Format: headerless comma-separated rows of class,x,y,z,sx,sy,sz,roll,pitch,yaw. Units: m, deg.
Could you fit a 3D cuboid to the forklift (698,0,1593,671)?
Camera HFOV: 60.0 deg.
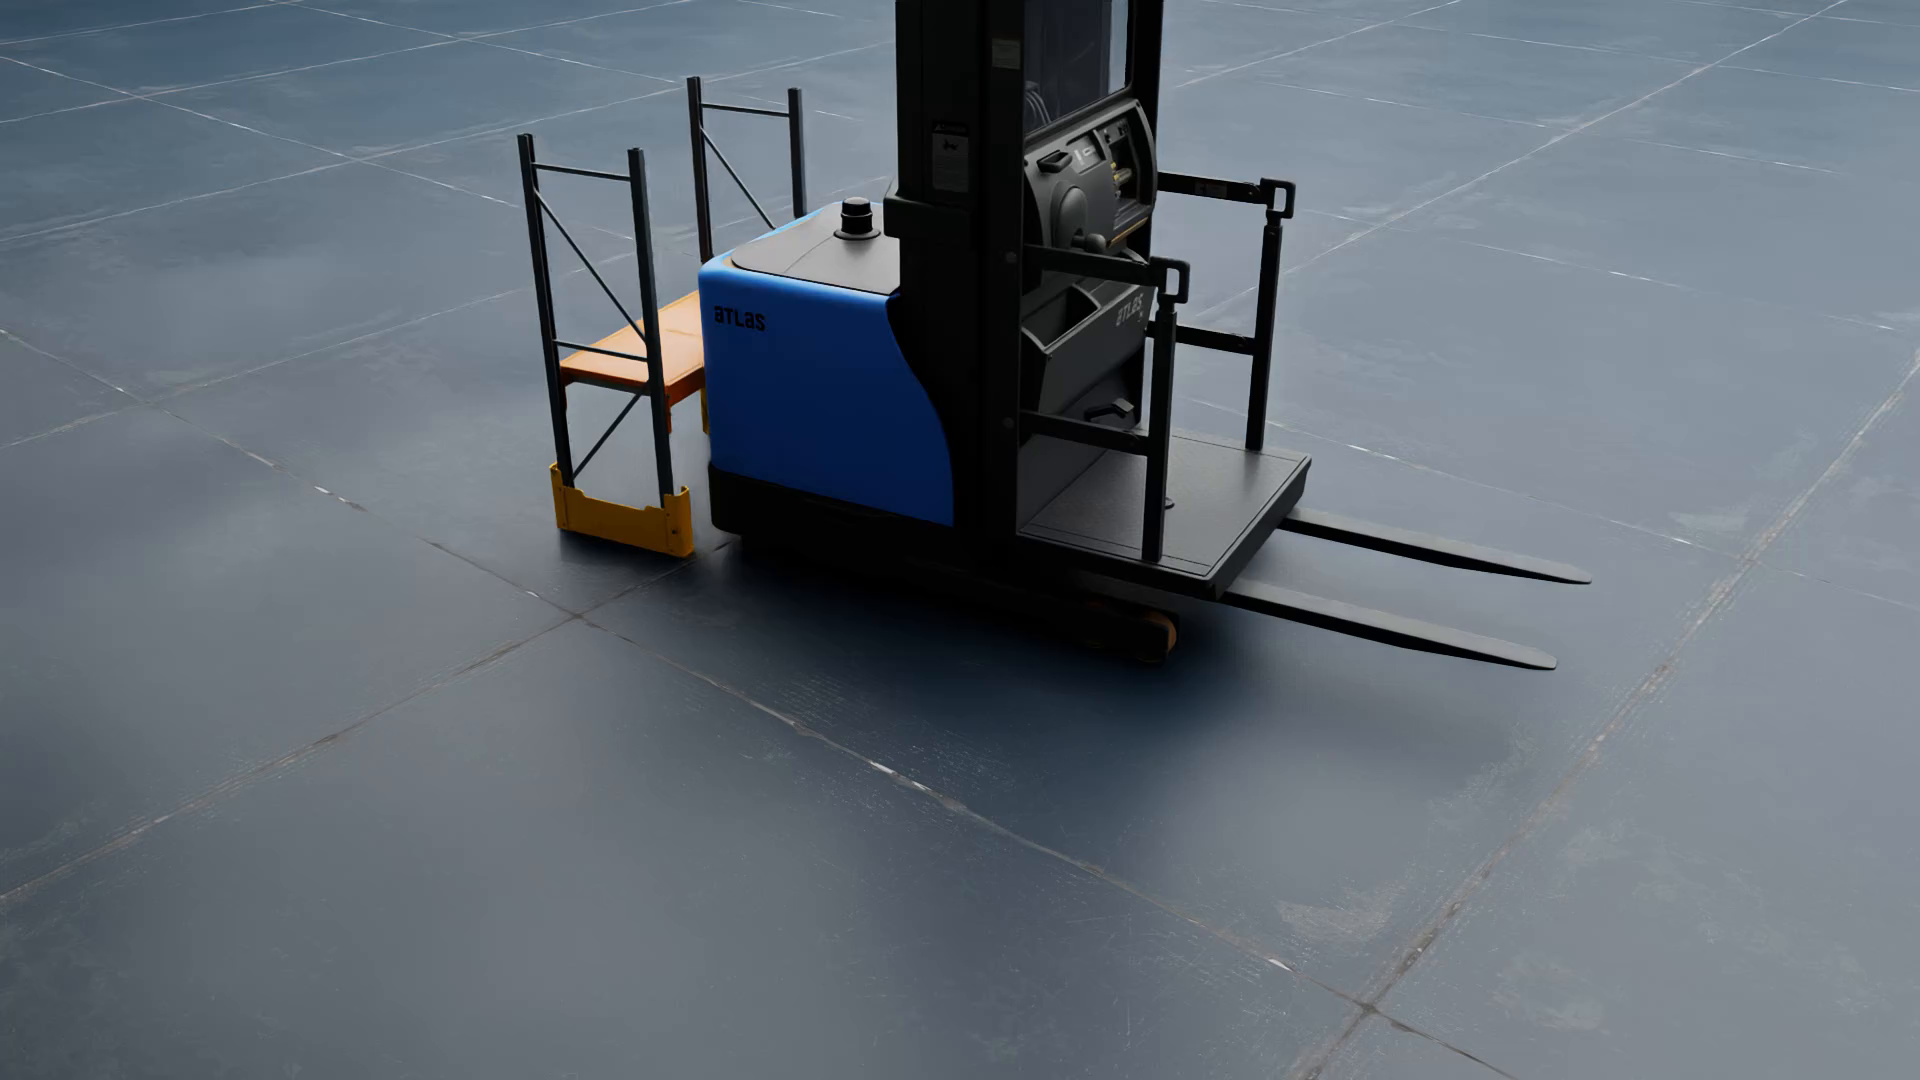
forklift,0.615,-1.178,5.336,3.031,2.935,1.130,14,30,25

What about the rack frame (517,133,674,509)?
rack frame,-1.273,-0.668,5.908,0.500,1.500,0.032,12,30,23

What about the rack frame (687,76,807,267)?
rack frame,-0.830,-1.088,6.720,0.500,1.500,0.032,12,30,23

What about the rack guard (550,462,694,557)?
rack guard,-1.264,-0.120,6.210,0.587,0.250,0.087,12,30,23

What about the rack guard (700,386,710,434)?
rack guard,-0.830,-0.532,7.006,0.587,0.250,0.087,12,30,23

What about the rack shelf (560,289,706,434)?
rack shelf,-1.052,-0.718,6.396,0.538,0.185,1.000,12,30,23

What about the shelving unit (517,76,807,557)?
shelving unit,-1.048,-0.882,6.321,0.587,1.500,1.083,12,30,23
